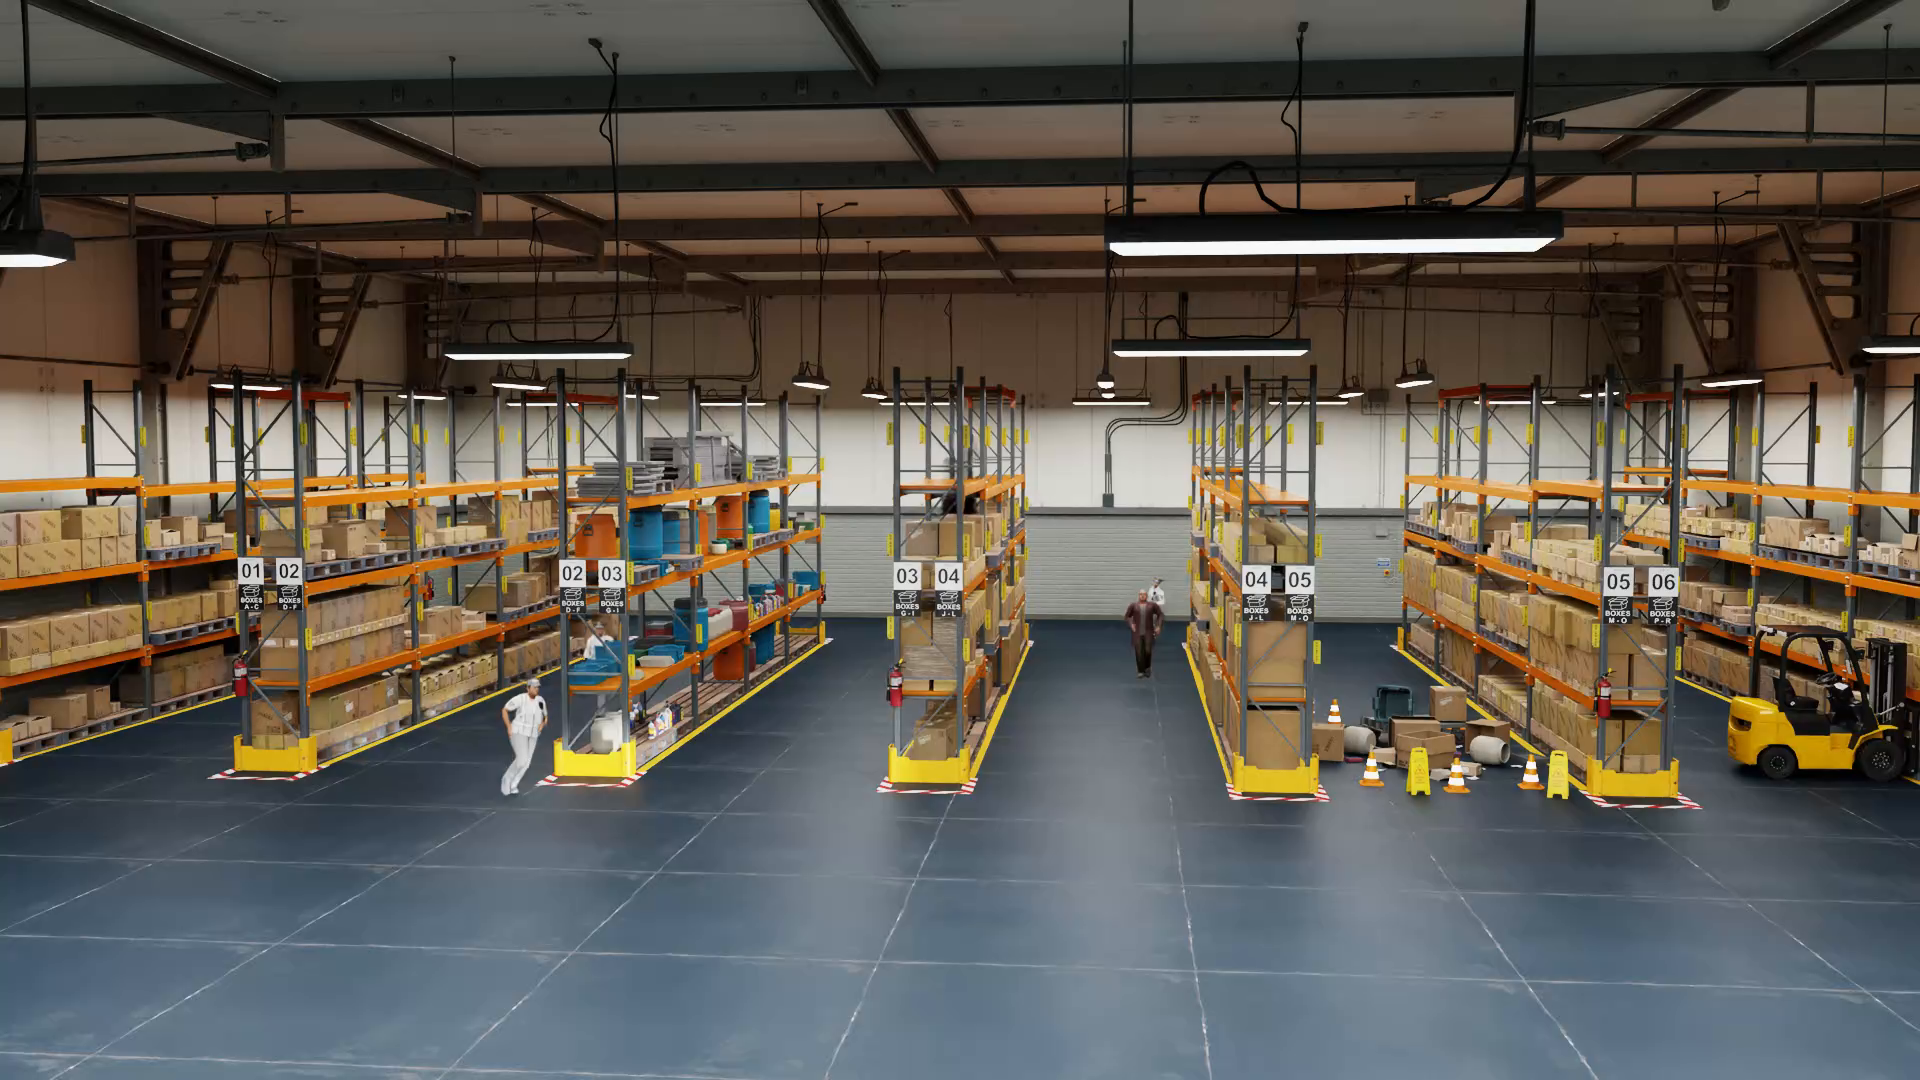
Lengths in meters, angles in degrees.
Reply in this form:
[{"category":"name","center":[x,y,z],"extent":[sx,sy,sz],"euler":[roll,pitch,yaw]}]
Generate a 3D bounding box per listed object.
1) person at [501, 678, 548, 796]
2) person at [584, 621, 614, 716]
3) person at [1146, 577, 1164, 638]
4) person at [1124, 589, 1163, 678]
[{"category":"person","center":[-6.106,2.754,23.361],"extent":[0.573,1.610,0.699],"euler":[3,5,43]},{"category":"person","center":[-6.498,2.291,30.122],"extent":[0.600,1.681,0.892],"euler":[0,4,-4]},{"category":"person","center":[4.674,1.696,40.327],"extent":[0.781,1.637,0.745],"euler":[-3,5,-39]},{"category":"person","center":[3.574,1.830,32.396],"extent":[0.758,1.753,0.610],"euler":[0,4,7]}]
